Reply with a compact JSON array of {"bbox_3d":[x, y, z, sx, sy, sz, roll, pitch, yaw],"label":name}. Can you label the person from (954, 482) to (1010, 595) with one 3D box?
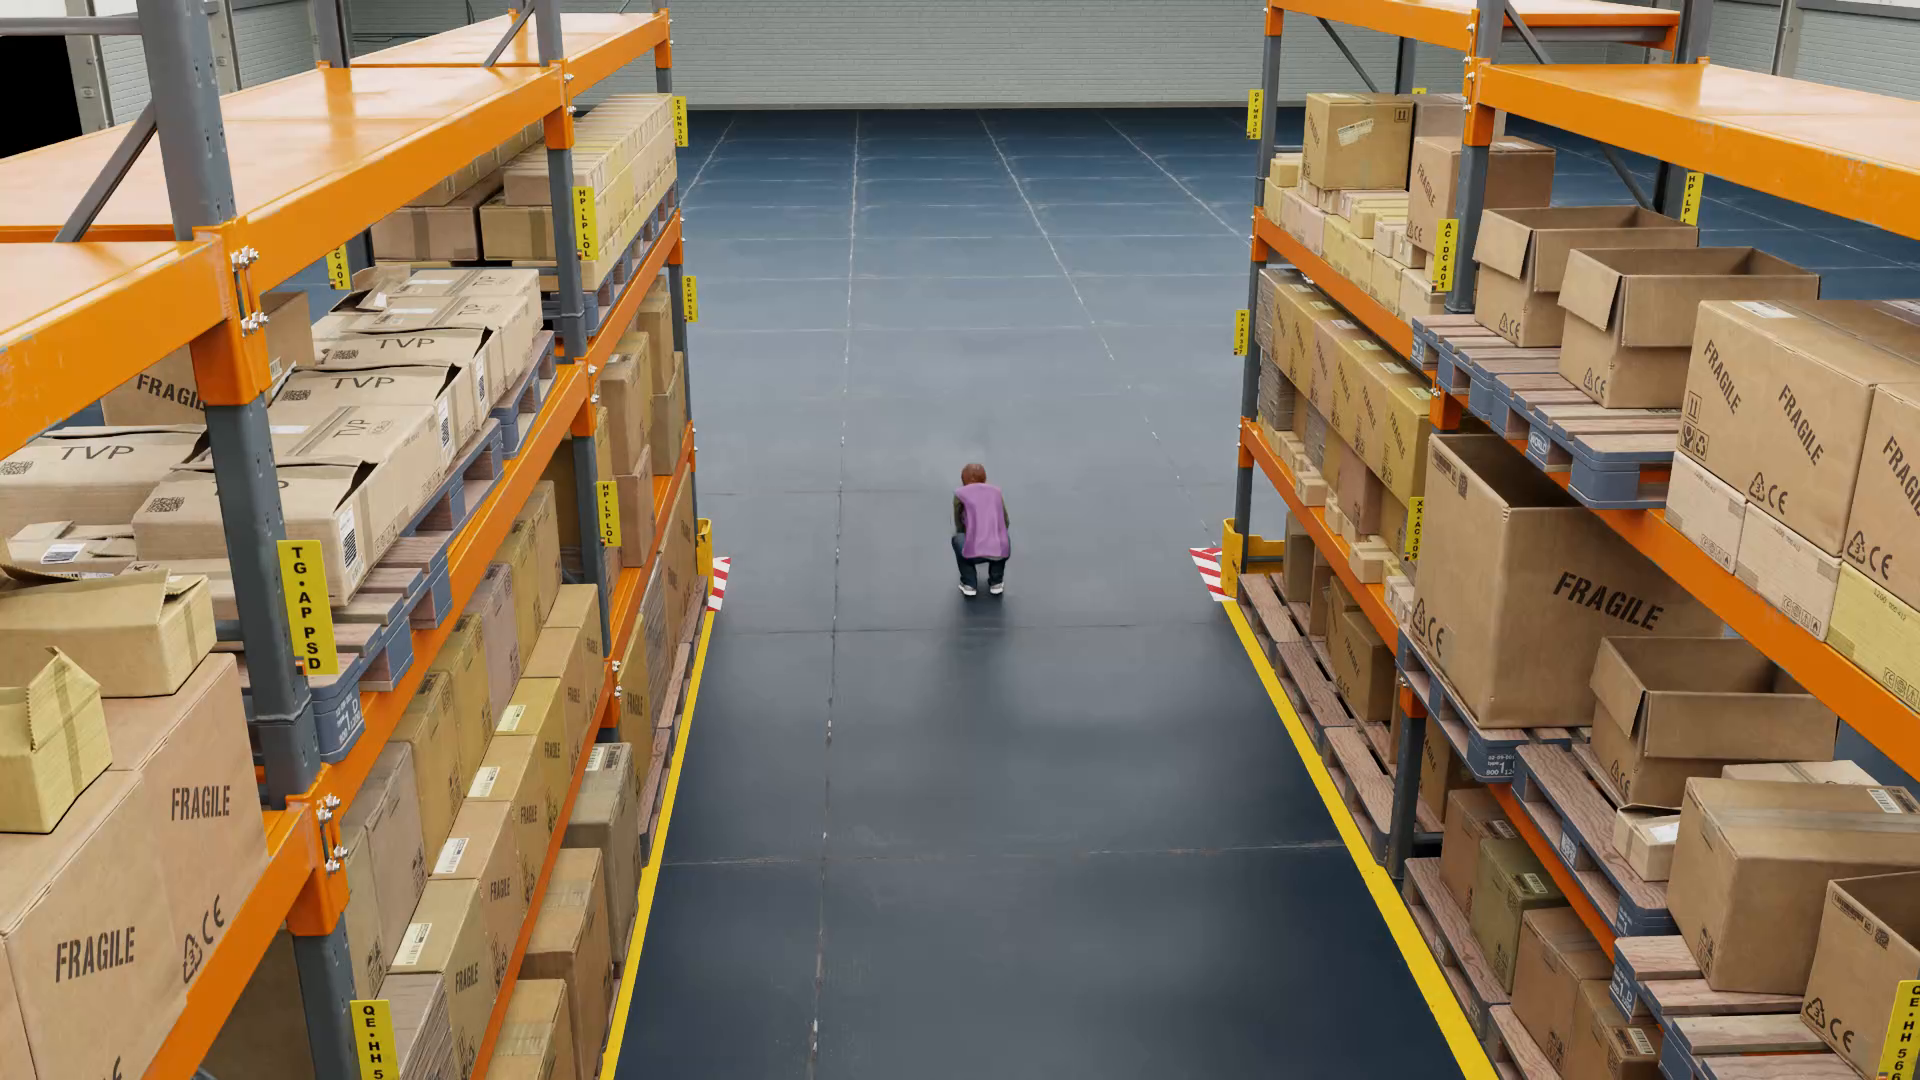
[{"bbox_3d":[0.160,0.012,12.210,0.394,0.796,0.535,-1,21,-4],"label":"person"}]
